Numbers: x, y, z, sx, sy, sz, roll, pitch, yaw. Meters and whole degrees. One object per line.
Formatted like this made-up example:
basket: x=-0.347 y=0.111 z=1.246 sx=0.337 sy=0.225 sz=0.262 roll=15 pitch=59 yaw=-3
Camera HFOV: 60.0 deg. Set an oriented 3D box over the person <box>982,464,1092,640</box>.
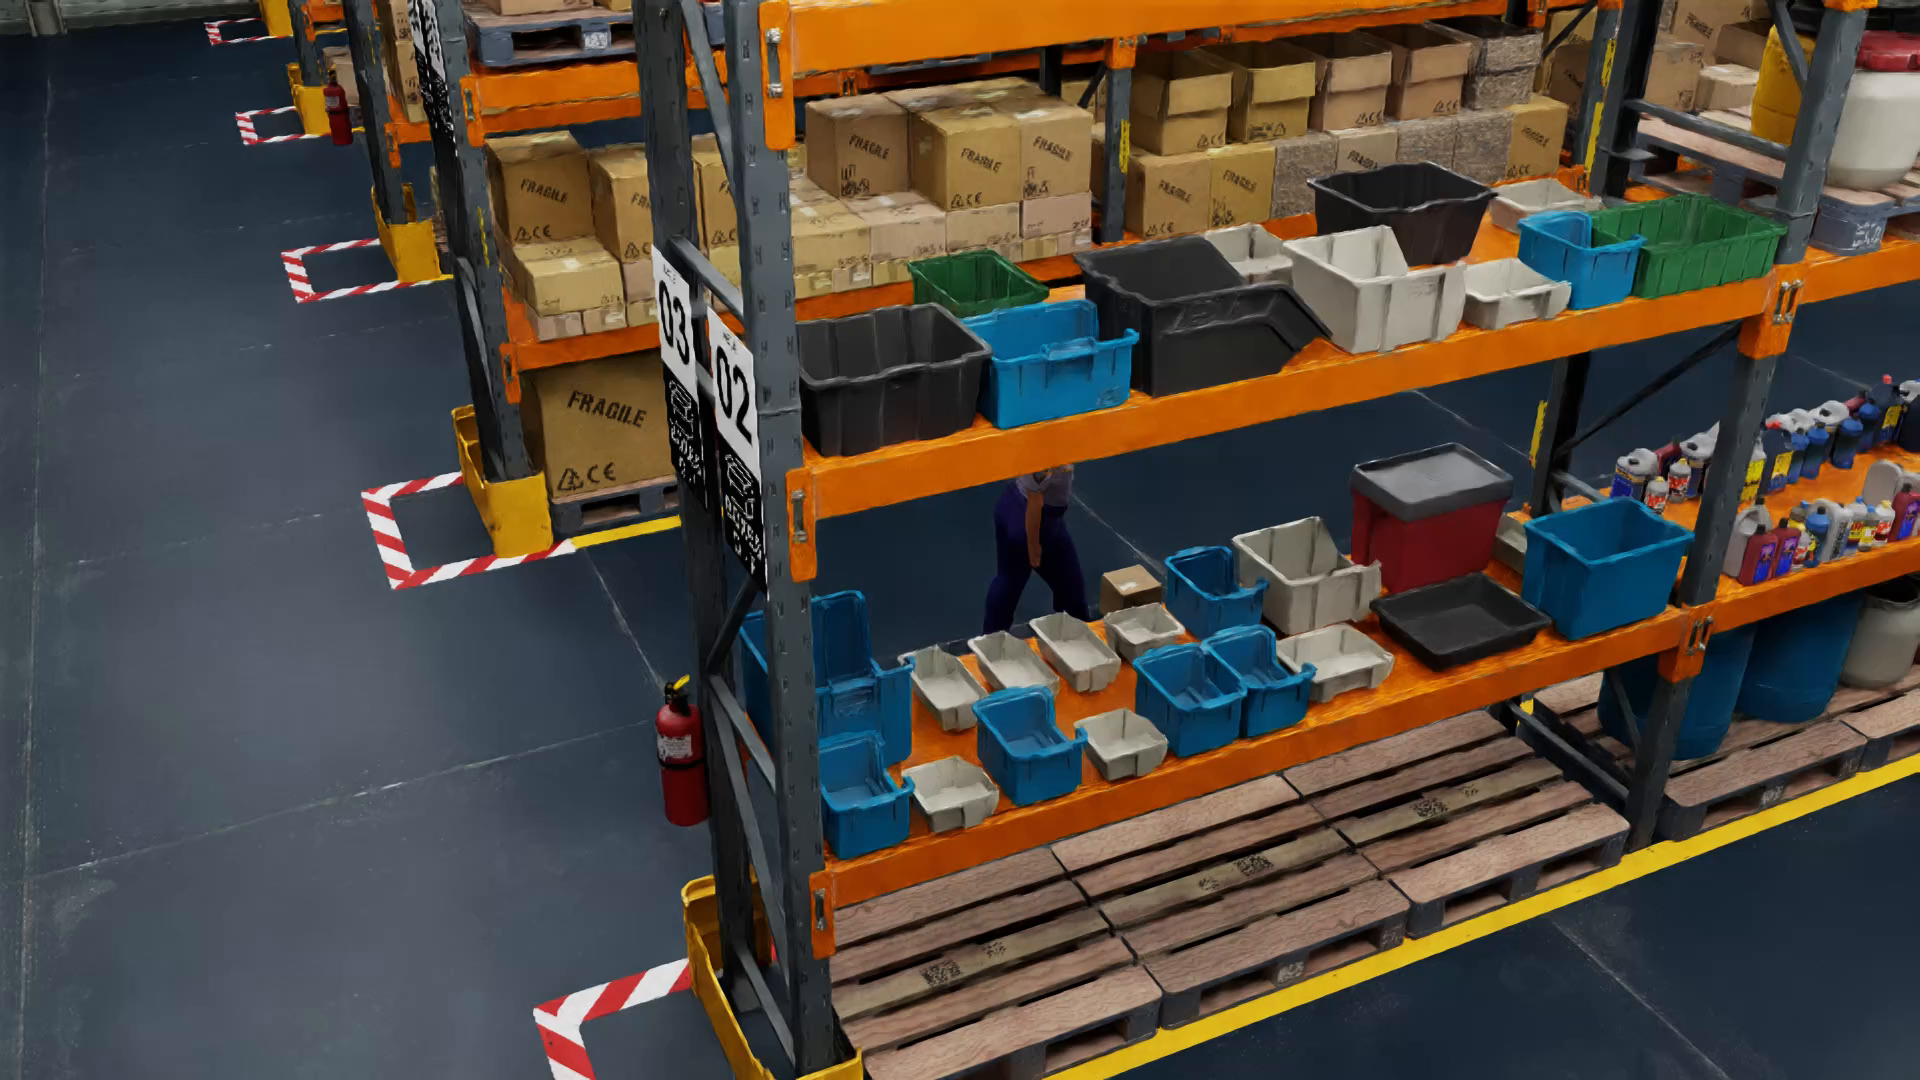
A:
person: x=0.488 y=-0.104 z=8.649 sx=0.745 sy=1.620 sz=0.478 roll=-9 pitch=31 yaw=-16
